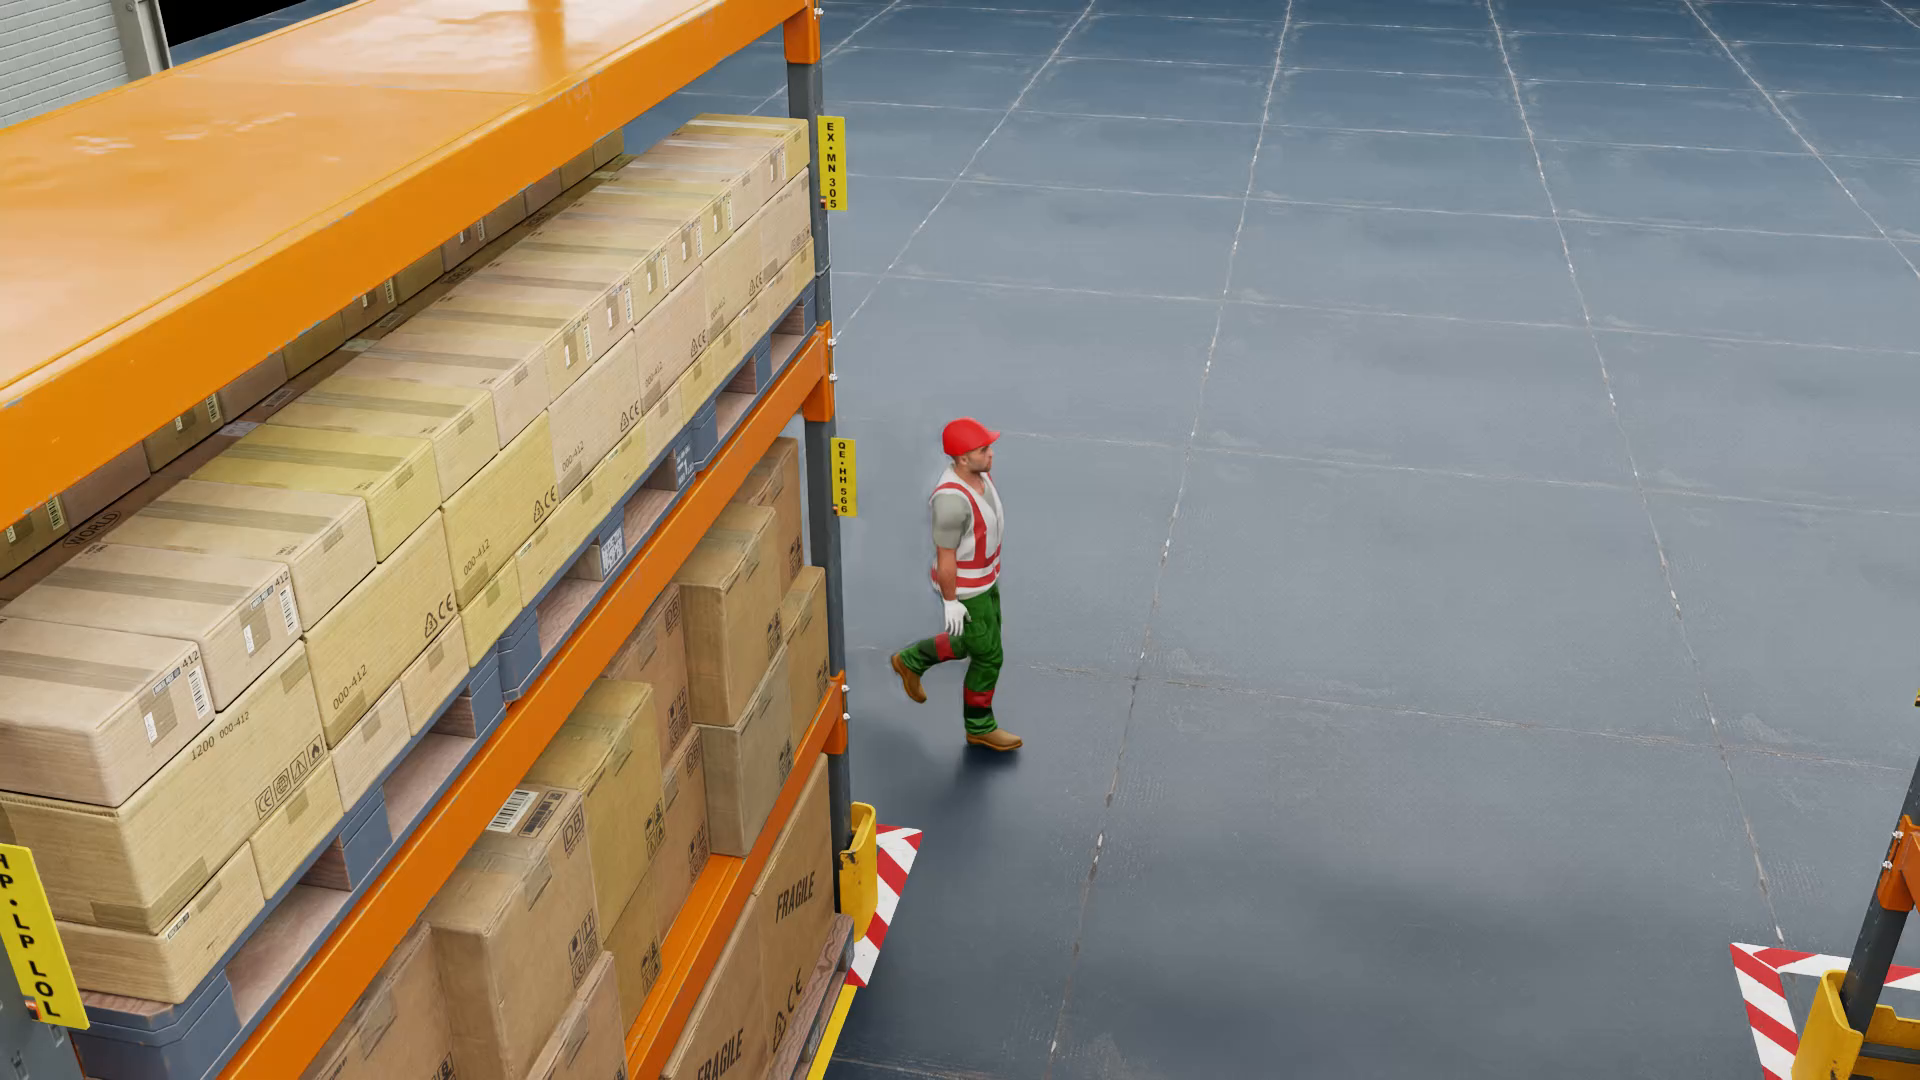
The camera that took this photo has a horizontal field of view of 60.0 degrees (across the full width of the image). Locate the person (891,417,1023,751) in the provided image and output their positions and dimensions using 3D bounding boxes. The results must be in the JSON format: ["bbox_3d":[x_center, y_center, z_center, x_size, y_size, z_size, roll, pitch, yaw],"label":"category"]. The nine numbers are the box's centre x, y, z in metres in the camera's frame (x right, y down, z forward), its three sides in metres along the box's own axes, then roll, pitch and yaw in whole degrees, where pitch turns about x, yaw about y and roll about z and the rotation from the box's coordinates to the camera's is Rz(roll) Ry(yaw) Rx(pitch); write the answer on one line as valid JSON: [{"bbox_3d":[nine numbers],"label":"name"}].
[{"bbox_3d":[-0.018,0.195,8.206,0.750,1.769,0.542,8,29,14],"label":"person"}]
